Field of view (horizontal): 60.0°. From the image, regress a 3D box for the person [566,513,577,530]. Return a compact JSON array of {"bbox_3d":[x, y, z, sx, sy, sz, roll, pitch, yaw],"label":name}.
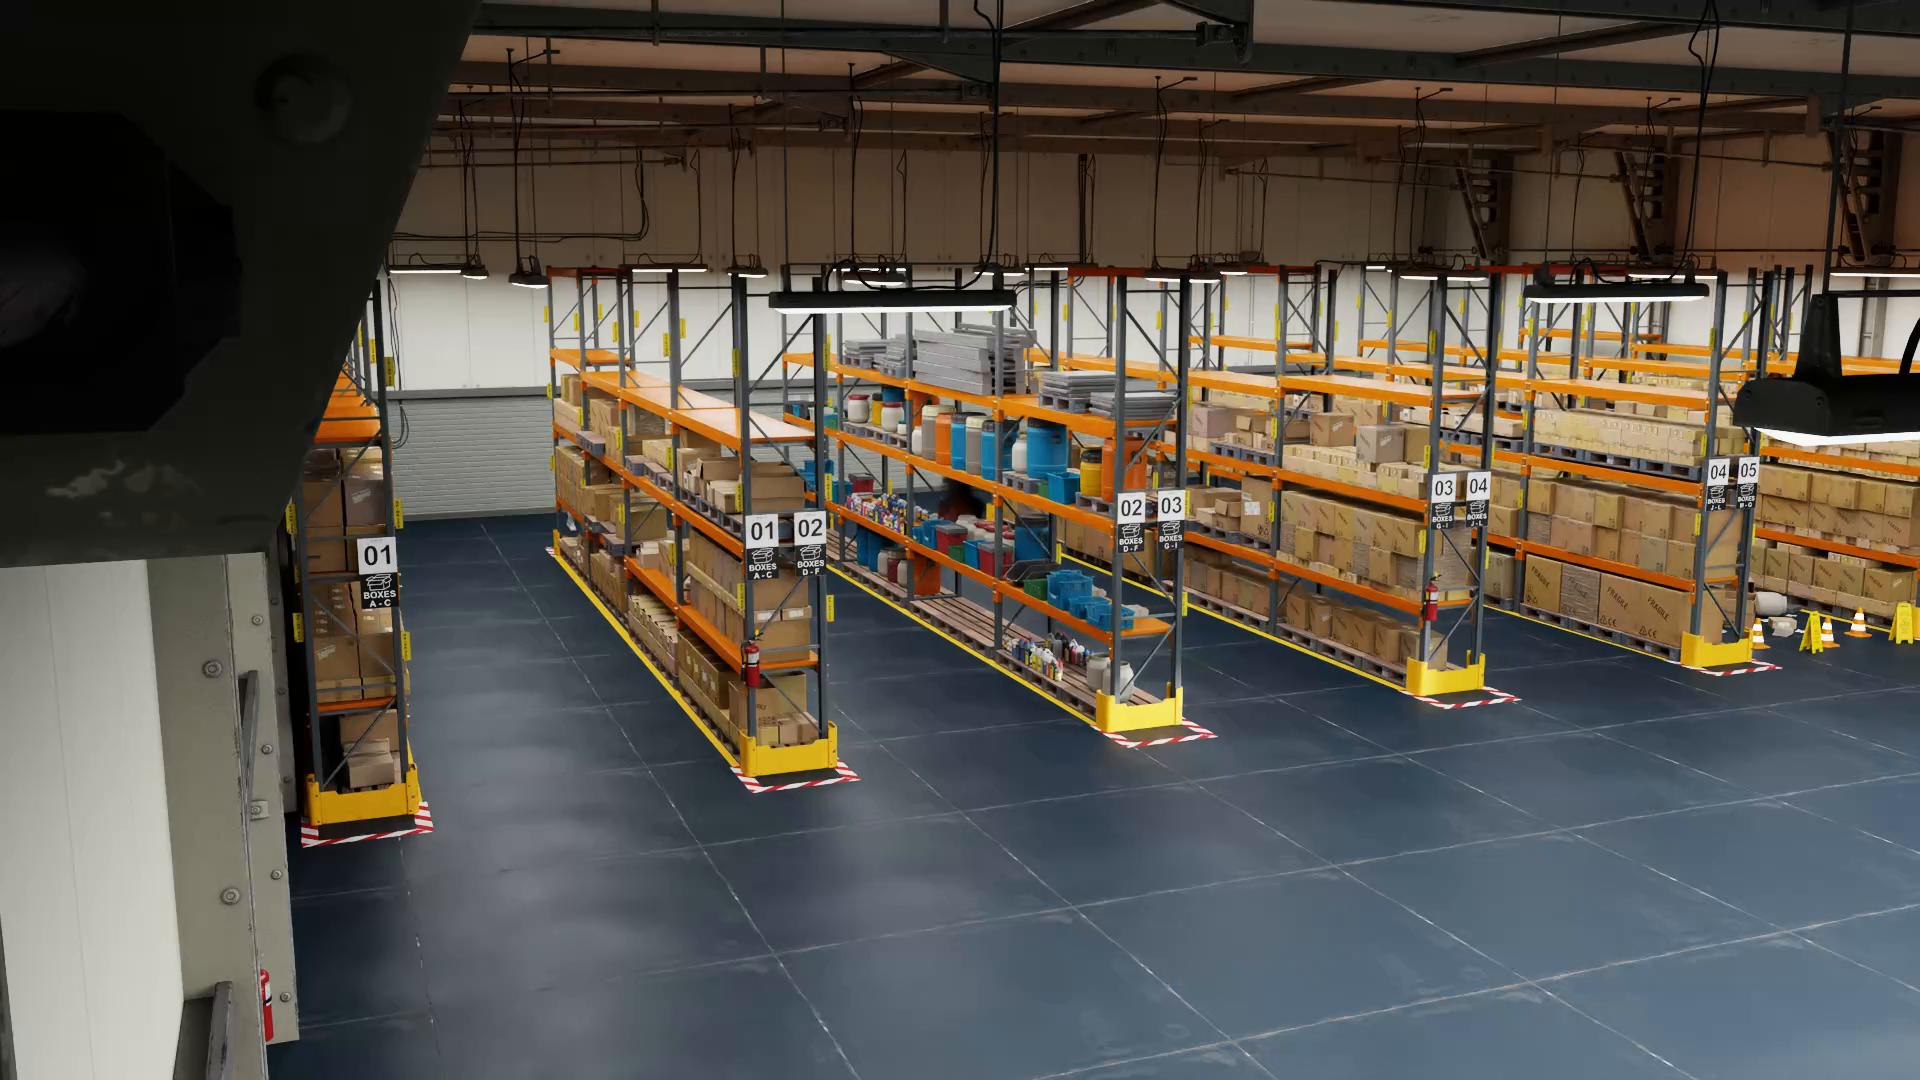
[{"bbox_3d":[-8.556,-1.045,37.409,0.933,1.831,0.692,8,13,39],"label":"person"}]
